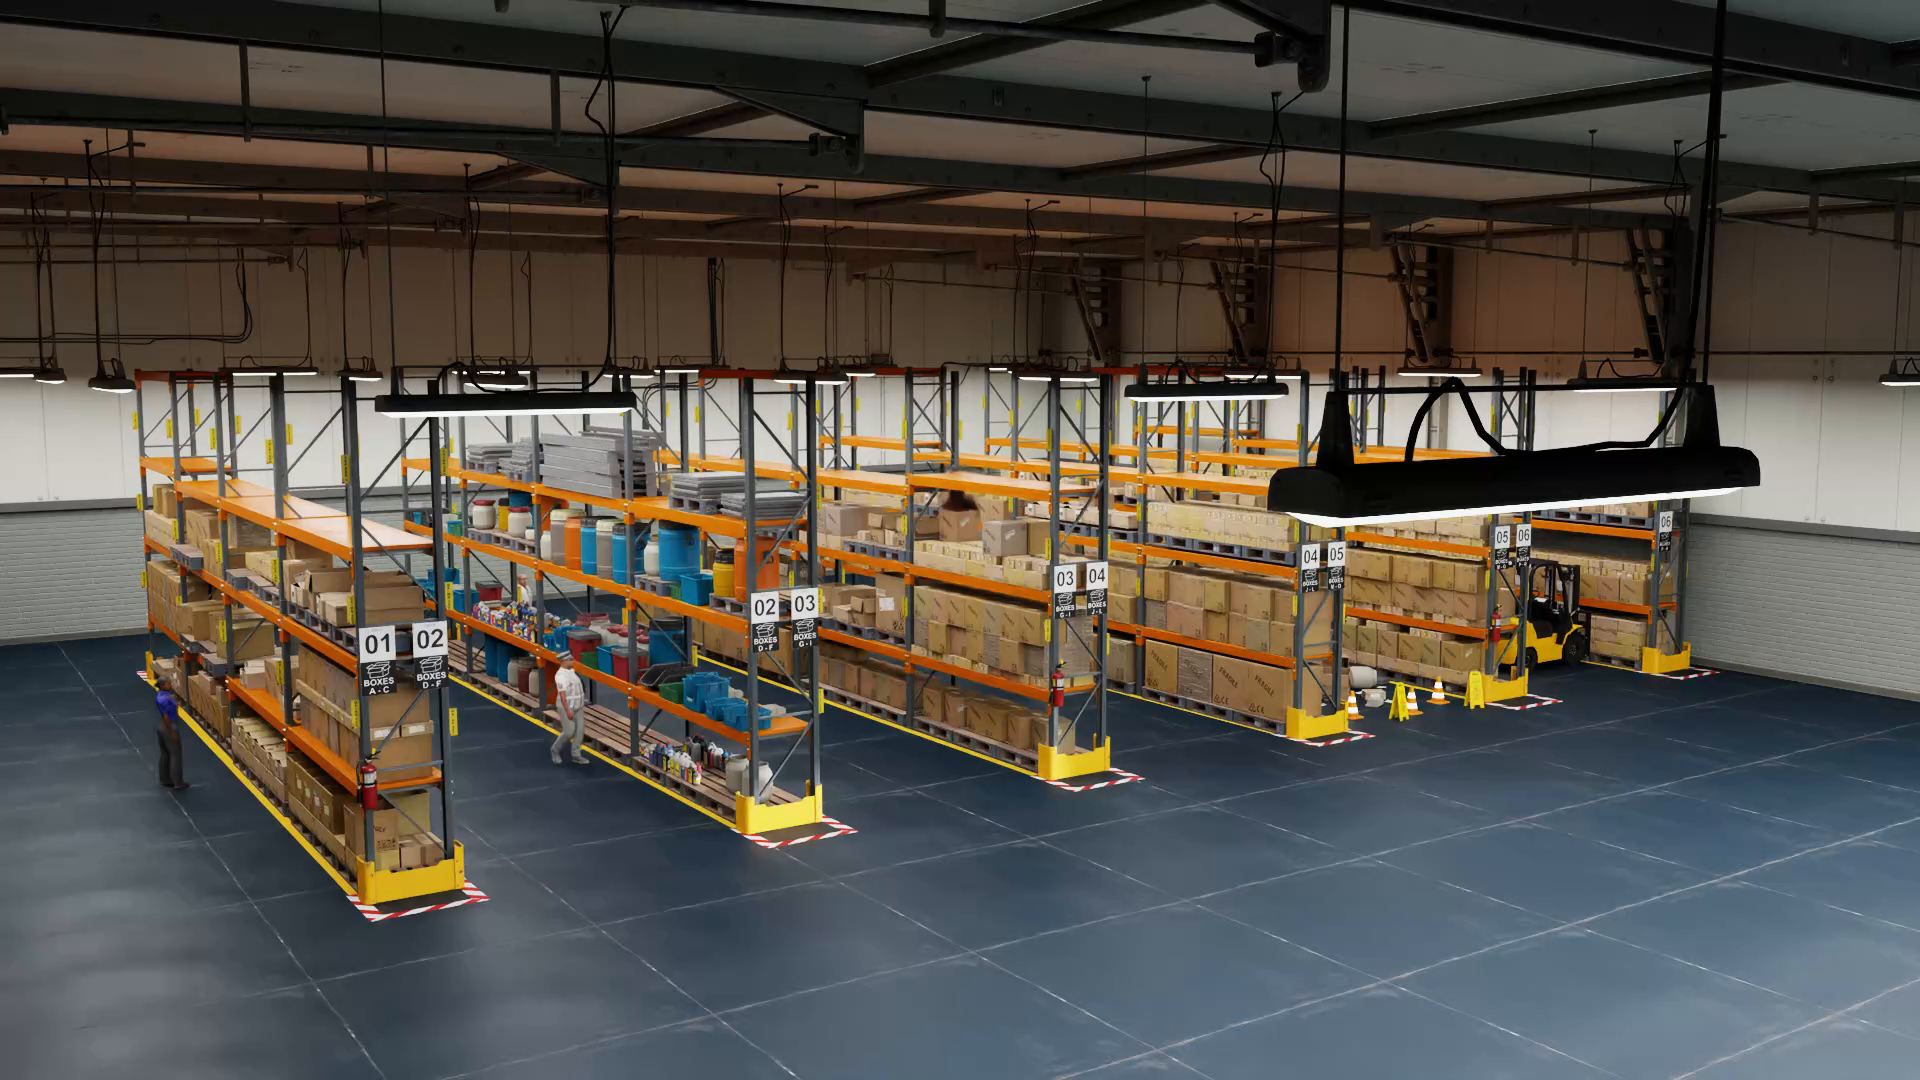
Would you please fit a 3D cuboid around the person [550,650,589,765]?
[{"bbox_3d":[-6.023,2.579,25.670,0.605,1.785,0.581,3,7,23],"label":"person"}]

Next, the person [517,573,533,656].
[{"bbox_3d":[-9.001,1.574,34.385,0.521,1.789,0.608,-1,6,-5],"label":"person"}]

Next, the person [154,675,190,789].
[{"bbox_3d":[-11.477,2.779,24.200,0.389,1.657,0.563,-5,8,-40],"label":"person"}]
